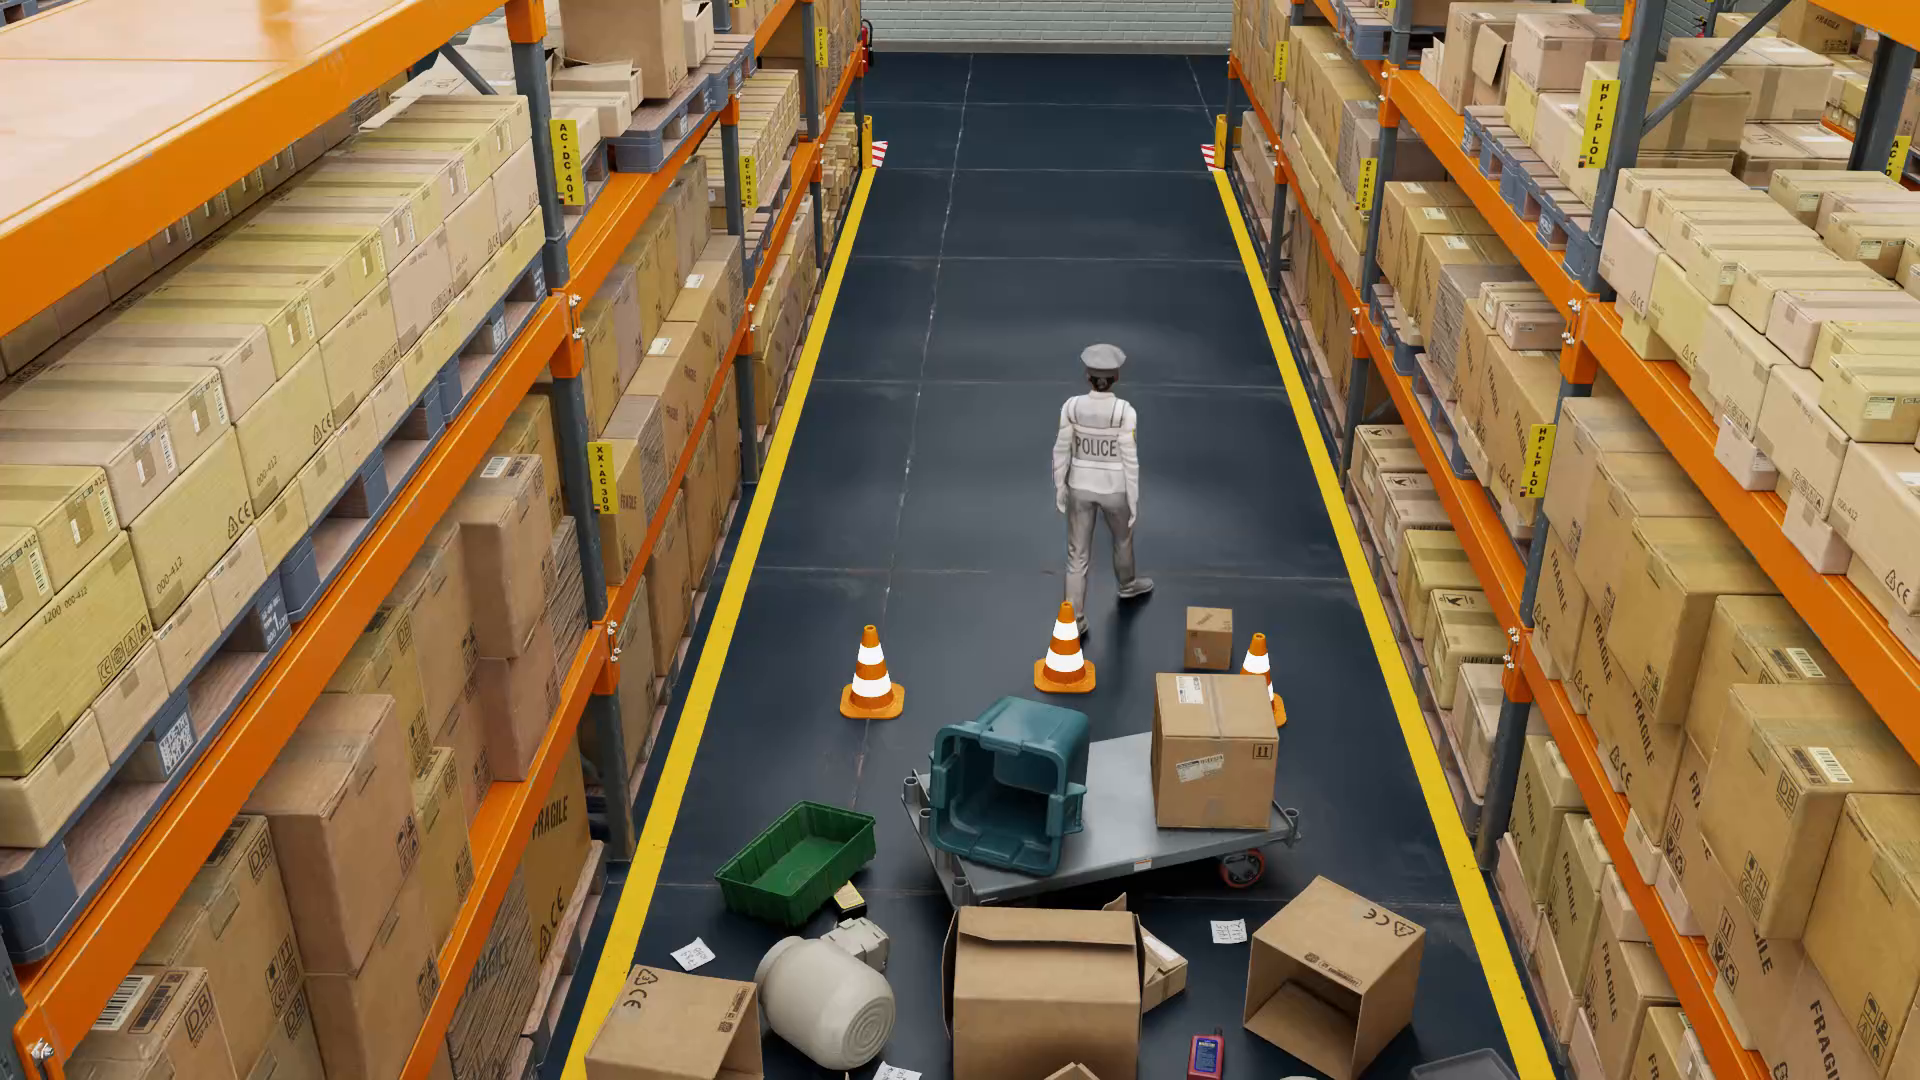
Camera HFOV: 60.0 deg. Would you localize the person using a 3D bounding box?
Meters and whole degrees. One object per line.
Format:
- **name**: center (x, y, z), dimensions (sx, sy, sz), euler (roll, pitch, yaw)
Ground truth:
- **person**: center (0.790, -0.294, 9.395), dimensions (0.546, 1.626, 0.874), euler (8, 29, 15)
